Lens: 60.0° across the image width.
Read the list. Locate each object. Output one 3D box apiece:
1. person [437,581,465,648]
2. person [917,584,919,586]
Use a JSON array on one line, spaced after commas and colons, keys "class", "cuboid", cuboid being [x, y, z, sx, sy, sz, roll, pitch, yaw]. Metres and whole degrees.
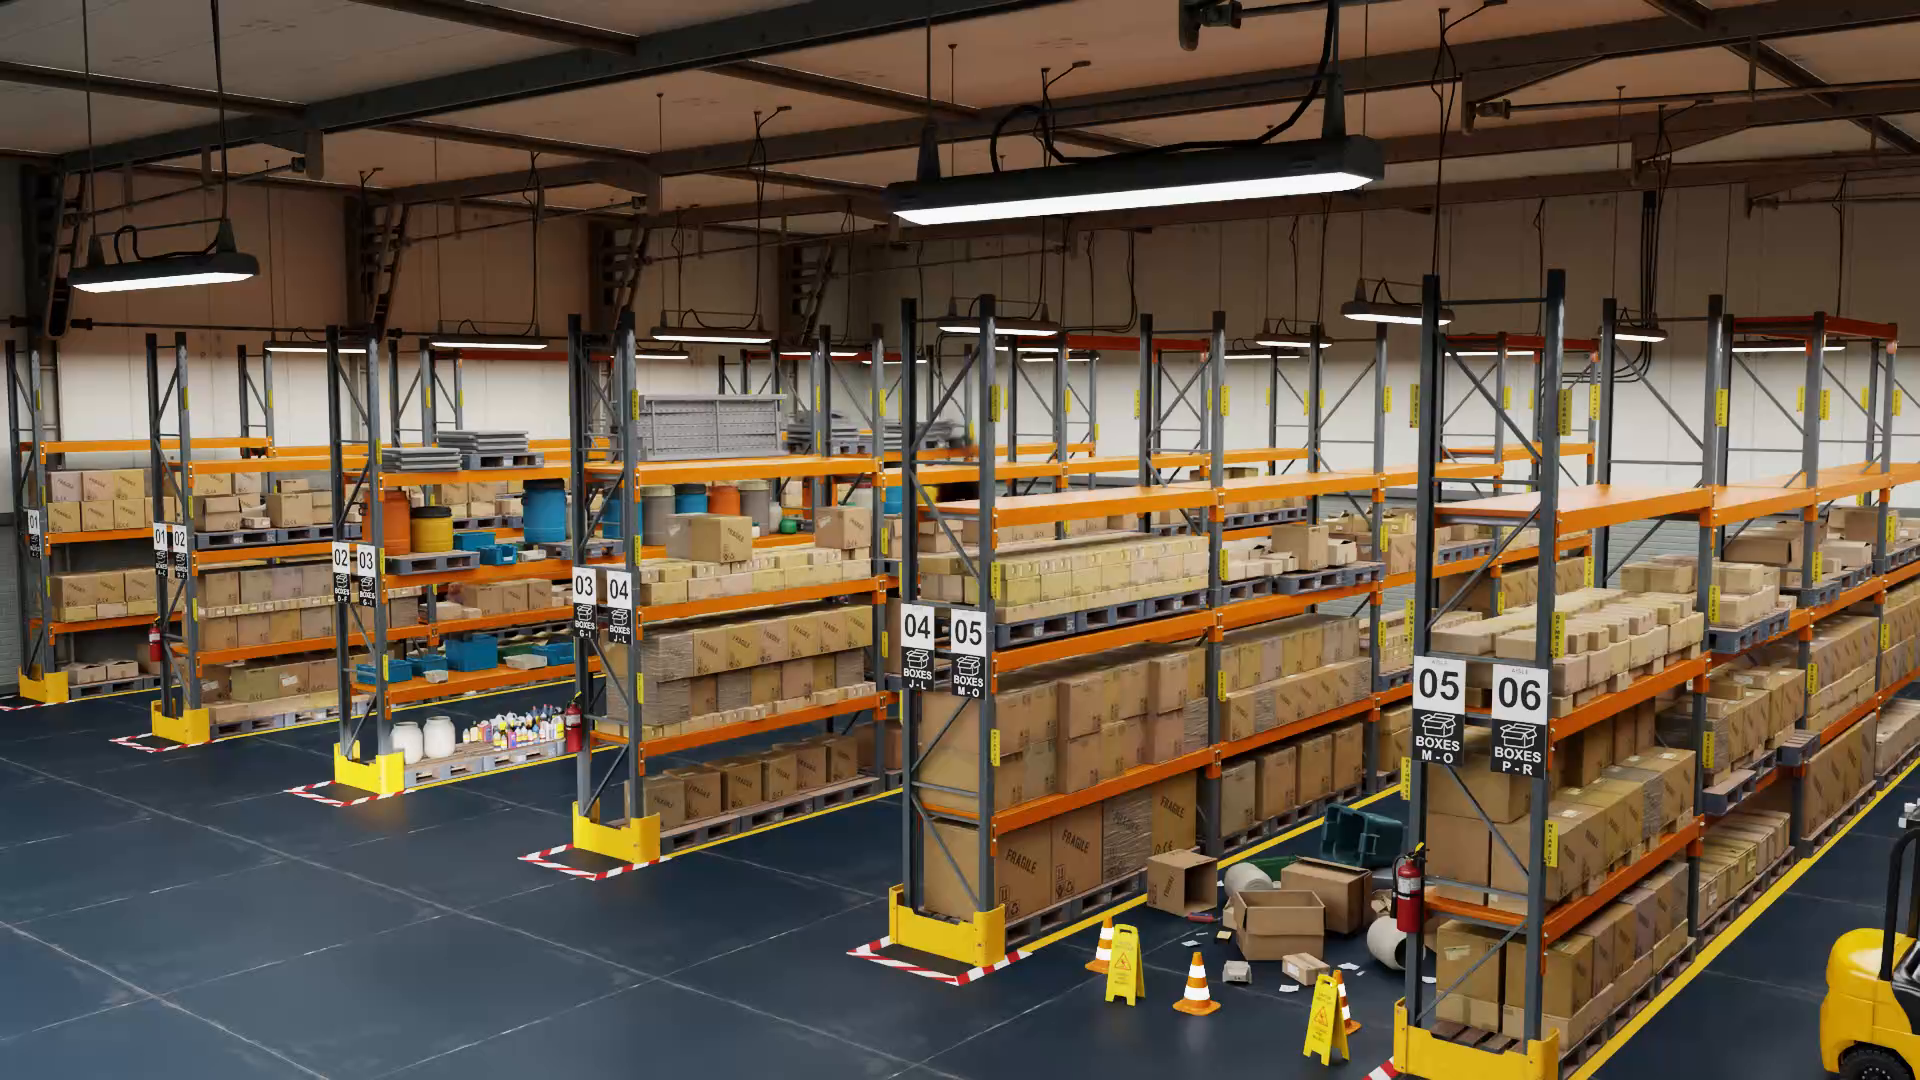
[{"class": "person", "cuboid": [-9.170, 1.601, 29.970, 0.714, 1.736, 0.601, 3, 6, 26]}, {"class": "person", "cuboid": [-0.720, 1.153, 35.132, 0.699, 1.780, 0.647, 4, 7, 39]}]
